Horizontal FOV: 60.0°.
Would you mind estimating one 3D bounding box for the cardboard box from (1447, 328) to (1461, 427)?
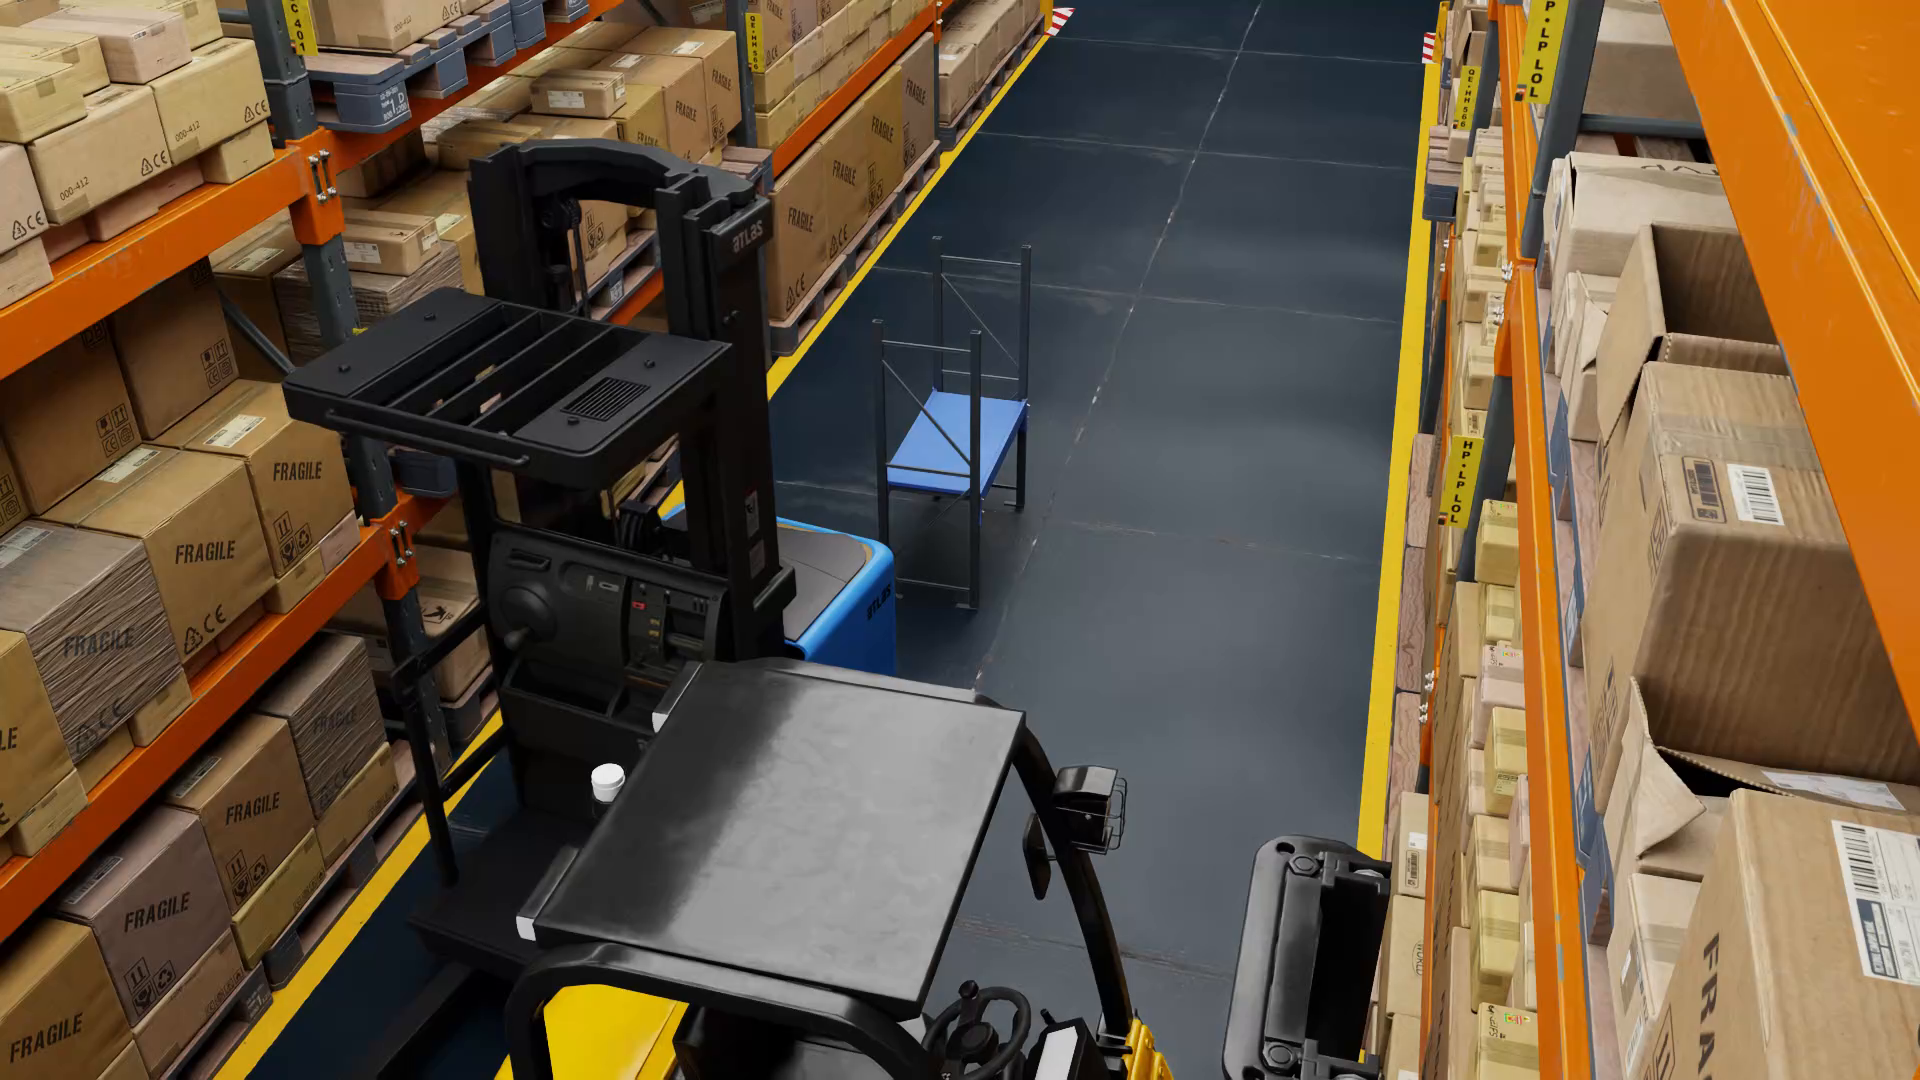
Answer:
[{"bbox_3d":[2.382,-0.675,7.155,0.500,0.250,0.500,9,34,14],"label":"cardboard box"}]

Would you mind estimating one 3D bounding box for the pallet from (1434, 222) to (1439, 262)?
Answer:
[{"bbox_3d":[3.966,-2.204,12.021,1.003,0.211,1.213,8,33,12],"label":"pallet"}]

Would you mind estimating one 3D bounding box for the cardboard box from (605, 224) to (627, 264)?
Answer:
[{"bbox_3d":[-1.854,-1.461,8.094,0.380,0.149,0.250,7,33,11],"label":"cardboard box"}]

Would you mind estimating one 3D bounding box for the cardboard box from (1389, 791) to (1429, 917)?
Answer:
[{"bbox_3d":[1.679,1.113,5.443,0.500,0.250,0.500,8,33,12],"label":"cardboard box"}]

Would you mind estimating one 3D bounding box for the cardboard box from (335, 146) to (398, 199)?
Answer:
[{"bbox_3d":[-2.635,-1.579,7.072,0.380,0.149,0.250,7,33,11],"label":"cardboard box"}]

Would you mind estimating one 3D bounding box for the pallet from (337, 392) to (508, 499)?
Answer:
[{"bbox_3d":[-2.362,-0.627,7.118,1.003,0.211,1.213,8,33,12],"label":"pallet"}]

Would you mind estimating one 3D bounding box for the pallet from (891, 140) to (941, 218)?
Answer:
[{"bbox_3d":[-0.789,-2.895,13.107,1.003,0.211,1.213,8,33,12],"label":"pallet"}]

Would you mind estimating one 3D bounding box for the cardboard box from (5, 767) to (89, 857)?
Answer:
[{"bbox_3d":[-2.862,0.778,4.964,0.380,0.149,0.250,8,33,13],"label":"cardboard box"}]

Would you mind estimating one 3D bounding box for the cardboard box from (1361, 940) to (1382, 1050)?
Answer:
[{"bbox_3d":[1.663,1.532,5.715,0.500,0.250,0.500,8,33,13],"label":"cardboard box"}]

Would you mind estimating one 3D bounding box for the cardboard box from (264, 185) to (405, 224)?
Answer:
[{"bbox_3d":[-2.677,-1.204,7.086,0.500,0.500,0.500,8,33,13],"label":"cardboard box"}]

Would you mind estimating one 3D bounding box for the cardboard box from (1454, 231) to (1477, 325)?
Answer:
[{"bbox_3d":[2.493,-1.154,7.444,0.500,0.250,0.500,7,33,11],"label":"cardboard box"}]

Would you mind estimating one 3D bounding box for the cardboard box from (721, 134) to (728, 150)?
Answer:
[{"bbox_3d":[-1.537,-2.276,9.376,0.380,0.149,0.250,9,34,14],"label":"cardboard box"}]

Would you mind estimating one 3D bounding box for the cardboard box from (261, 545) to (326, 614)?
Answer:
[{"bbox_3d":[-2.540,0.114,6.009,0.380,0.149,0.250,9,33,13],"label":"cardboard box"}]

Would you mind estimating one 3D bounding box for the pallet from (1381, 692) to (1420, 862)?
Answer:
[{"bbox_3d":[2.255,1.132,6.772,1.003,0.211,1.213,8,33,12],"label":"pallet"}]

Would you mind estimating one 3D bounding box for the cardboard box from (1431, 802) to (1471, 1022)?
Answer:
[{"bbox_3d":[1.497,1.031,4.239,0.500,0.500,0.500,8,33,12],"label":"cardboard box"}]

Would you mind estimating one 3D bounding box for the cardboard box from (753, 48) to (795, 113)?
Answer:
[{"bbox_3d":[-1.314,-2.783,10.006,0.500,0.250,0.500,8,33,12],"label":"cardboard box"}]

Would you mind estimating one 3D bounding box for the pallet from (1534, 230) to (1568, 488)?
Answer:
[{"bbox_3d":[1.914,-0.439,3.932,1.003,0.211,1.213,8,33,12],"label":"pallet"}]

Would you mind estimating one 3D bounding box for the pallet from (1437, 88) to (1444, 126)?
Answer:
[{"bbox_3d":[4.619,-3.623,14.252,1.003,0.211,1.213,8,33,12],"label":"pallet"}]

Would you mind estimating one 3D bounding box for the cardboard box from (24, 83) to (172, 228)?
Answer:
[{"bbox_3d":[-2.675,-1.131,4.799,0.500,0.250,0.500,7,33,12],"label":"cardboard box"}]

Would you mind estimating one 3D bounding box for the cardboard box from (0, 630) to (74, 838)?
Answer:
[{"bbox_3d":[-2.945,0.570,4.686,0.500,0.500,0.500,7,33,11],"label":"cardboard box"}]

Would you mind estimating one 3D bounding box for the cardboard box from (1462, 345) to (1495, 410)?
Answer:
[{"bbox_3d":[2.077,-0.591,6.186,0.380,0.149,0.250,7,33,11],"label":"cardboard box"}]

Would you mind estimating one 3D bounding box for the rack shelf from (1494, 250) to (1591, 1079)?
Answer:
[{"bbox_3d":[1.598,0.419,3.170,1.077,0.370,4.000,8,33,12],"label":"rack shelf"}]

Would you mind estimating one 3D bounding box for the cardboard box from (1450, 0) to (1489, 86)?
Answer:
[{"bbox_3d":[3.466,-3.131,10.395,0.700,0.500,0.500,8,33,12],"label":"cardboard box"}]

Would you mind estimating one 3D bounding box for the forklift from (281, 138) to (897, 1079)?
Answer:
[{"bbox_3d":[-1.309,0.304,5.541,1.130,2.935,3.031,13,35,20],"label":"forklift"}]

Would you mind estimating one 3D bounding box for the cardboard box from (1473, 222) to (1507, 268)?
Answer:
[{"bbox_3d":[2.438,-1.252,7.226,0.380,0.149,0.250,9,33,13],"label":"cardboard box"}]

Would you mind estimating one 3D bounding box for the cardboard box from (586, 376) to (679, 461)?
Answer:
[{"bbox_3d":[-2.014,-0.799,9.269,0.950,0.372,0.625,7,33,11],"label":"cardboard box"}]

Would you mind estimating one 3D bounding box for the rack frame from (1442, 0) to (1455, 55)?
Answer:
[{"bbox_3d":[5.151,-5.884,15.210,1.000,3.000,0.127,8,33,12],"label":"rack frame"}]

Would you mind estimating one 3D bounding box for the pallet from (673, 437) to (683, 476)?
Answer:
[{"bbox_3d":[-1.881,-0.824,9.850,1.003,0.211,1.213,8,33,12],"label":"pallet"}]

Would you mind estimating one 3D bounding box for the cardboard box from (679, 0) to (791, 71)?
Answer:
[{"bbox_3d":[-1.320,-3.093,9.795,0.500,0.500,0.500,7,33,11],"label":"cardboard box"}]

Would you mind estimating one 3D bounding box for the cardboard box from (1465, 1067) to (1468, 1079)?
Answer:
[{"bbox_3d":[1.209,1.216,3.344,0.380,0.149,0.250,8,33,13],"label":"cardboard box"}]

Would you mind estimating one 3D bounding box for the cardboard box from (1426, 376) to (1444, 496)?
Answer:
[{"bbox_3d":[2.949,-0.586,8.698,0.875,0.625,0.625,9,34,14],"label":"cardboard box"}]

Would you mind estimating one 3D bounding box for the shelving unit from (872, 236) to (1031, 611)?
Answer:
[{"bbox_3d":[-0.022,-0.589,8.278,0.538,1.500,1.048,8,33,12],"label":"shelving unit"}]

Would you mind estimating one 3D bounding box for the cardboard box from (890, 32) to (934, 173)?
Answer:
[{"bbox_3d":[-0.746,-3.430,12.939,0.875,0.875,0.875,9,34,14],"label":"cardboard box"}]

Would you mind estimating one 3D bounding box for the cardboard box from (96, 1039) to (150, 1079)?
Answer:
[{"bbox_3d":[-2.976,1.798,5.297,0.500,0.250,0.500,10,34,16],"label":"cardboard box"}]

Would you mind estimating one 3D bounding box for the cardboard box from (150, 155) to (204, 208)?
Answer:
[{"bbox_3d":[-2.631,-1.166,5.227,0.380,0.149,0.250,8,33,13],"label":"cardboard box"}]

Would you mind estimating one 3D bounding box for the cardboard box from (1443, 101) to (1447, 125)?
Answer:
[{"bbox_3d":[4.084,-3.346,13.374,0.396,0.266,0.258,9,34,14],"label":"cardboard box"}]

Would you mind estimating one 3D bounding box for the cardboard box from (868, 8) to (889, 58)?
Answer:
[{"bbox_3d":[-0.813,-3.628,11.801,0.500,0.250,0.500,7,33,11],"label":"cardboard box"}]

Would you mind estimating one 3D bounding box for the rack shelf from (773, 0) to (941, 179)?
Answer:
[{"bbox_3d":[-1.174,-3.141,11.565,1.077,0.370,4.000,8,33,12],"label":"rack shelf"}]

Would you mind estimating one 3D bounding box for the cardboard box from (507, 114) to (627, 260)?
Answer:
[{"bbox_3d":[-1.915,-1.663,7.808,0.500,0.500,0.500,7,33,10],"label":"cardboard box"}]

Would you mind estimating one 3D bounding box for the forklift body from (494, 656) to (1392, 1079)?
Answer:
[{"bbox_3d":[-0.193,1.545,4.315,2.313,2.155,1.214,8,33,12],"label":"forklift body"}]

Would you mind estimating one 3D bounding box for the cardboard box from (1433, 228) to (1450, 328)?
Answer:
[{"bbox_3d":[3.288,-1.634,10.463,0.500,0.500,0.500,9,34,14],"label":"cardboard box"}]

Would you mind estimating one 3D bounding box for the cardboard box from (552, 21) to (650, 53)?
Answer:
[{"bbox_3d":[-2.019,-2.549,9.202,0.500,0.500,0.500,7,33,11],"label":"cardboard box"}]

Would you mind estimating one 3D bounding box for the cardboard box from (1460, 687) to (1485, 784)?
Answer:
[{"bbox_3d":[1.533,0.548,4.394,0.380,0.149,0.250,9,33,13],"label":"cardboard box"}]

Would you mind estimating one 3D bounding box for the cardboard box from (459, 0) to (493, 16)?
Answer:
[{"bbox_3d":[-2.033,-2.222,6.402,0.500,0.250,0.500,8,33,12],"label":"cardboard box"}]

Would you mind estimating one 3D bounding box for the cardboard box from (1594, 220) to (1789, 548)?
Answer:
[{"bbox_3d":[1.509,-0.189,2.875,0.797,0.503,0.637,9,34,14],"label":"cardboard box"}]

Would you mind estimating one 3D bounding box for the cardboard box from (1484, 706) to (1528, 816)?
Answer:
[{"bbox_3d":[1.498,0.566,4.088,0.380,0.149,0.250,8,33,12],"label":"cardboard box"}]

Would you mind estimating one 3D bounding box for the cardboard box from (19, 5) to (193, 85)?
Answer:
[{"bbox_3d":[-2.558,-1.488,4.989,0.380,0.149,0.250,7,33,11],"label":"cardboard box"}]

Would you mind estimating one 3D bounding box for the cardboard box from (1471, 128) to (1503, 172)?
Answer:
[{"bbox_3d":[2.755,-1.923,8.281,0.380,0.149,0.250,9,34,14],"label":"cardboard box"}]

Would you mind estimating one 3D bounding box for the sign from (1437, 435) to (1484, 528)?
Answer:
[{"bbox_3d":[1.578,-0.181,5.233,0.100,0.325,0.005,8,33,12],"label":"sign"}]

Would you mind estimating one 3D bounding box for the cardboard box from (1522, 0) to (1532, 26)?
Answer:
[{"bbox_3d":[2.248,-1.912,5.764,0.500,0.311,0.500,7,33,11],"label":"cardboard box"}]

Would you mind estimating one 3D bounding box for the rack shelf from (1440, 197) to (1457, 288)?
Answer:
[{"bbox_3d":[3.628,-2.467,10.505,1.077,0.370,4.000,8,33,12],"label":"rack shelf"}]
